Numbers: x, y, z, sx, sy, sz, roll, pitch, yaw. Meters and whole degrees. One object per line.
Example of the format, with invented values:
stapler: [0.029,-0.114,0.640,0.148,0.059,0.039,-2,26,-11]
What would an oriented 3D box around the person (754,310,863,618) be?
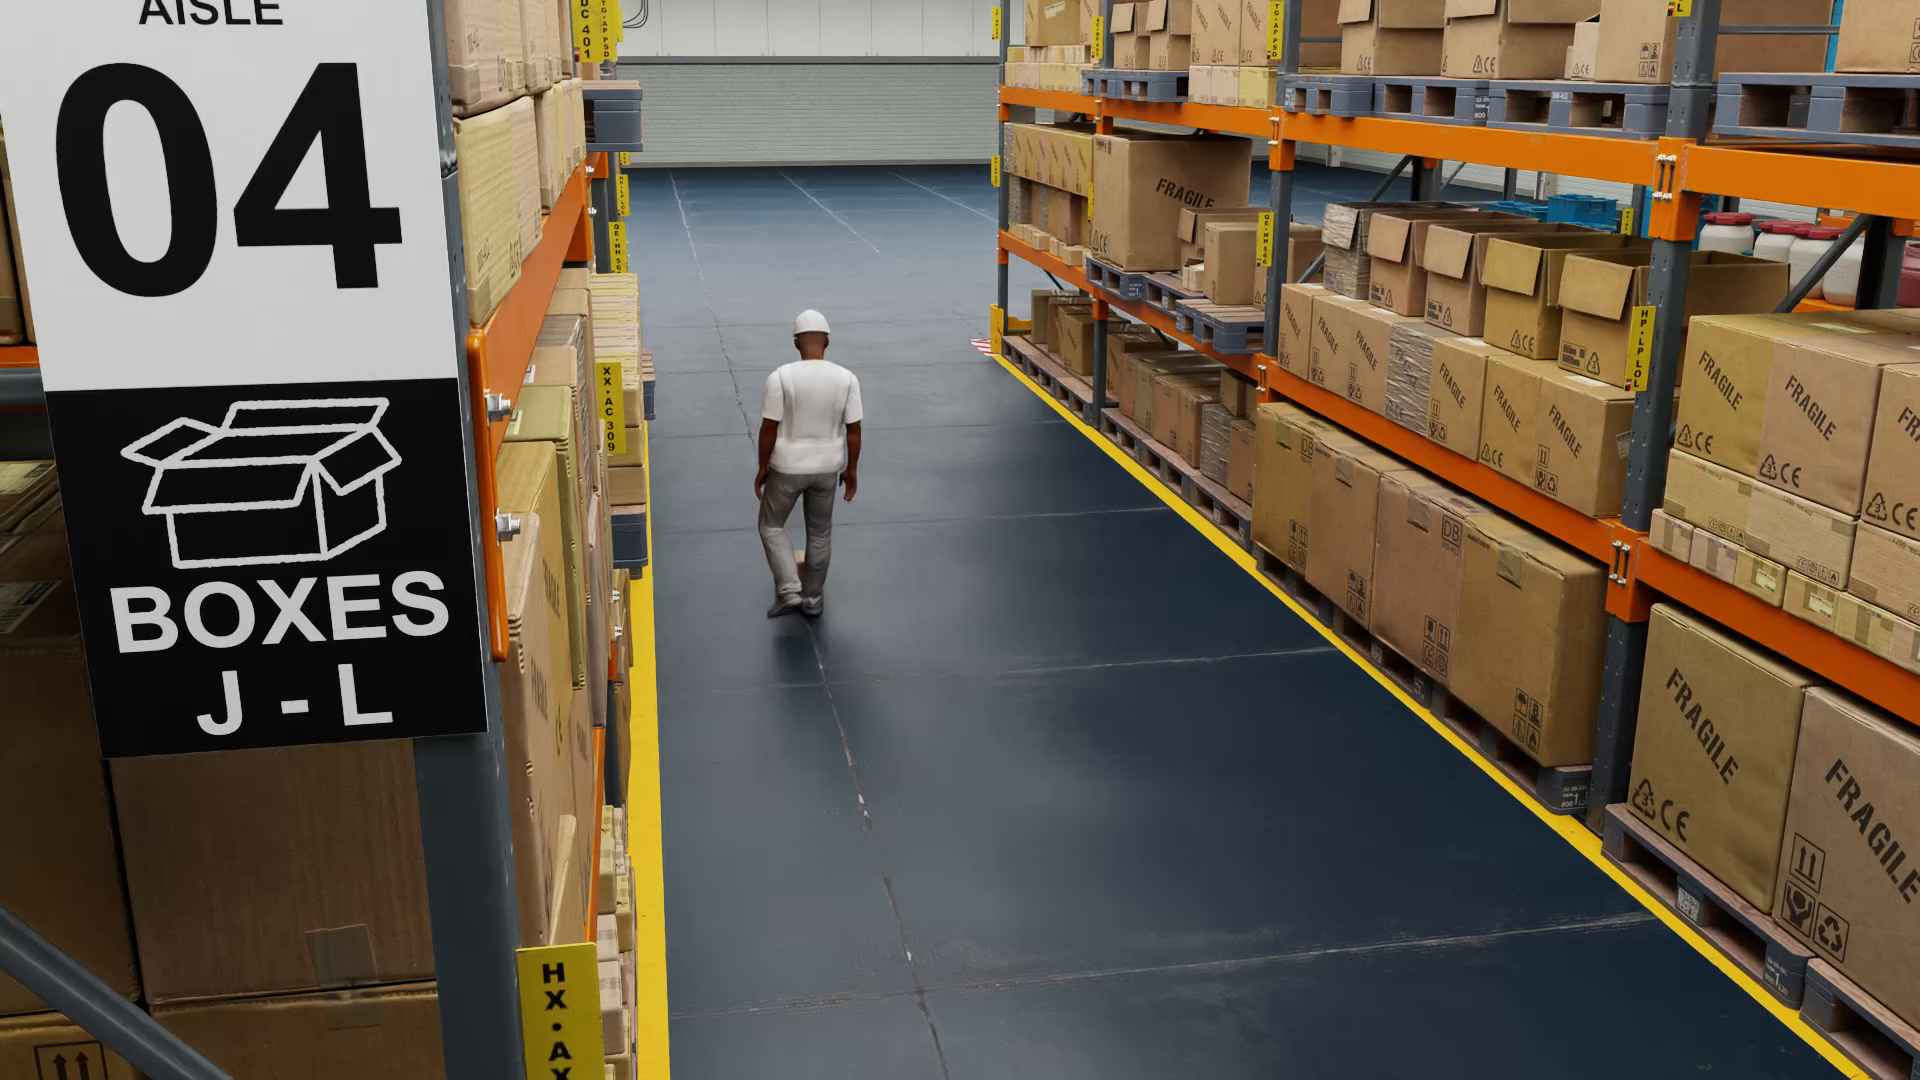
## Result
person: [-0.875,-0.413,9.343,0.609,1.765,0.581,-6,17,-18]
